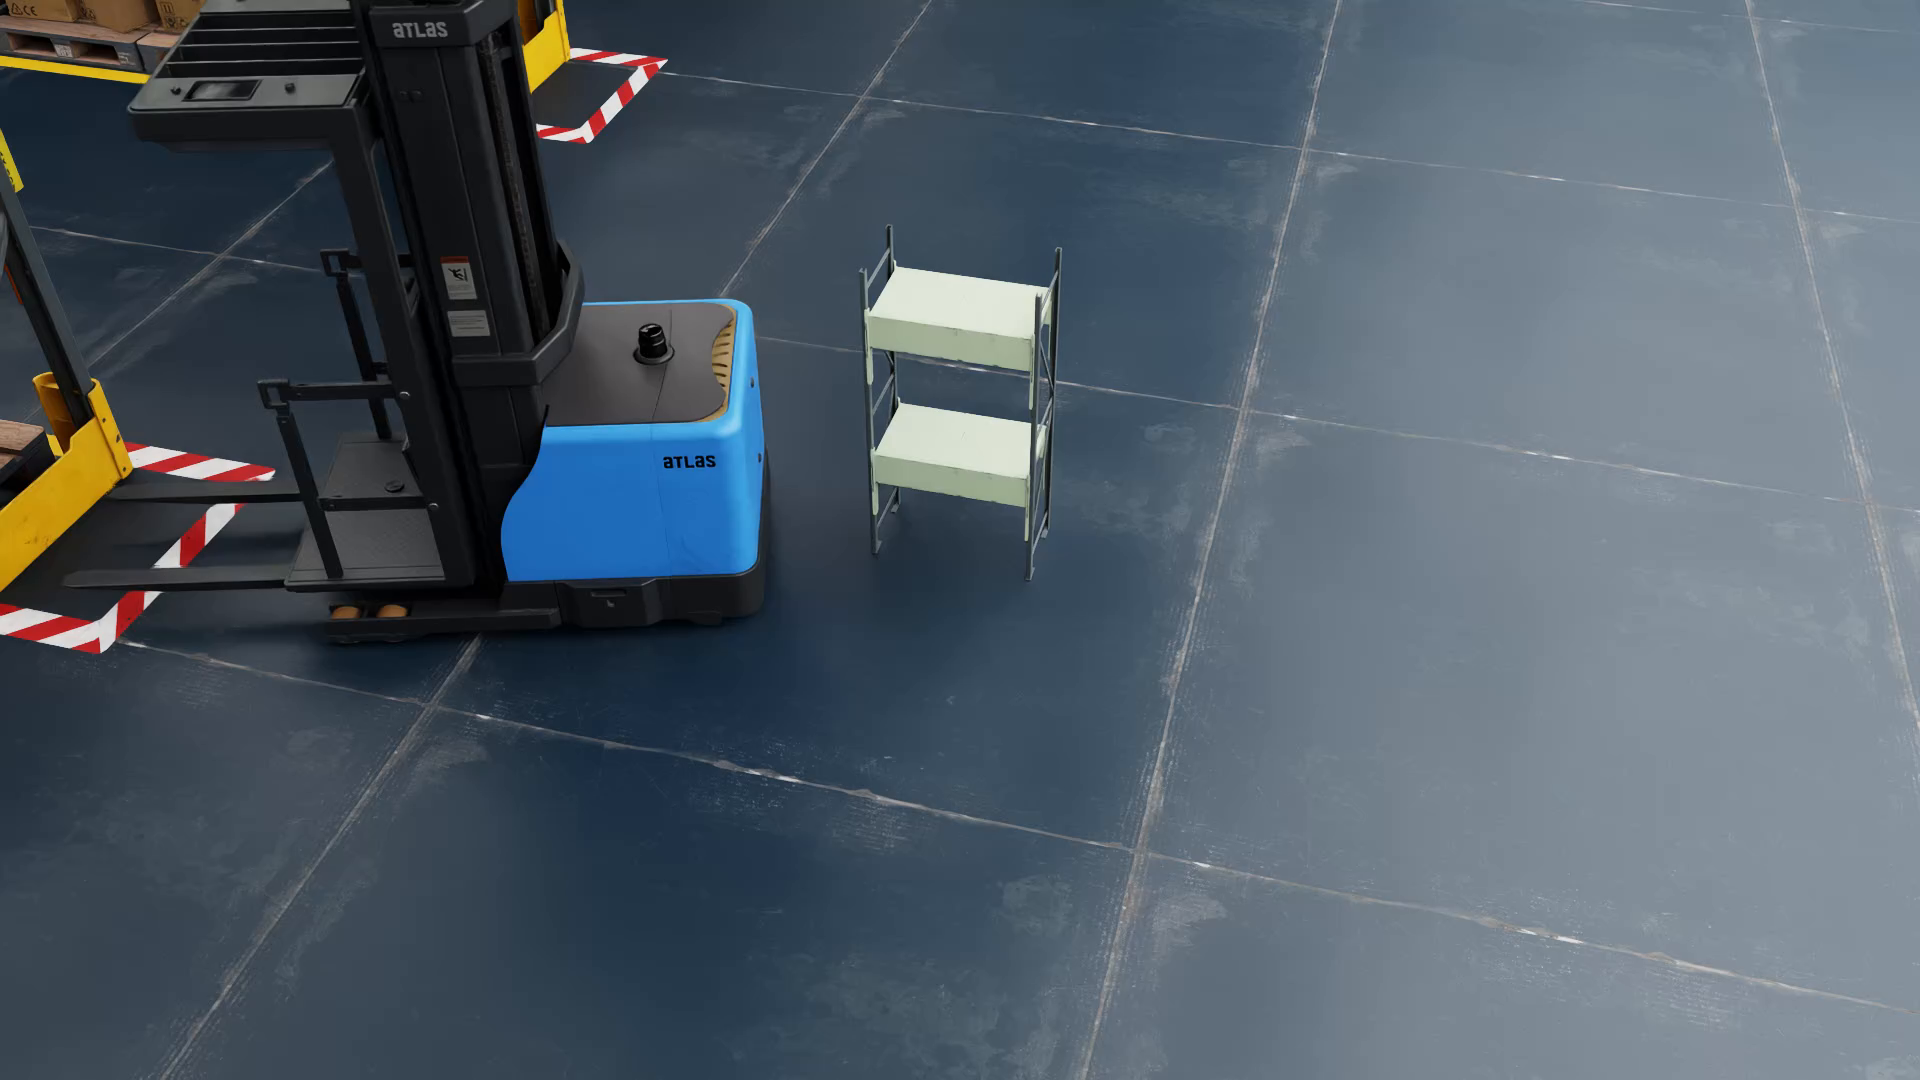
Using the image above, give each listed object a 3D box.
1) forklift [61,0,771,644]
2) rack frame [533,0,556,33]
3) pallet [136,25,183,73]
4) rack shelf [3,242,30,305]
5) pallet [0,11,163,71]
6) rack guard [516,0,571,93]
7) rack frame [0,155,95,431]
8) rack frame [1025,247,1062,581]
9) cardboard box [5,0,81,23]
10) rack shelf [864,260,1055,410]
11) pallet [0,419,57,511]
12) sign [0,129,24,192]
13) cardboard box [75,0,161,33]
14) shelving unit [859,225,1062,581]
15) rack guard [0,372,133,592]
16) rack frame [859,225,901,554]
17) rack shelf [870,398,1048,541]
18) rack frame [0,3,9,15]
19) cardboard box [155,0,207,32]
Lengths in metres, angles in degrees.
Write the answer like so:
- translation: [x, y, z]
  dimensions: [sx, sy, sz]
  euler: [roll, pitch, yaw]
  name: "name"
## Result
- translation: [-2.400, -1.021, 6.712]
  dimensions: [3.031, 2.935, 1.130]
  euler: [-2, 40, -2]
  name: "forklift"
- translation: [-3.010, -4.281, 10.539]
  dimensions: [0.127, 3.000, 1.000]
  euler: [10, 41, 11]
  name: "rack frame"
- translation: [-5.034, -3.586, 11.881]
  dimensions: [1.213, 0.211, 1.003]
  euler: [10, 41, 11]
  name: "pallet"
- translation: [-6.222, -1.260, 7.502]
  dimensions: [4.000, 0.370, 1.077]
  euler: [10, 41, 11]
  name: "rack shelf"
- translation: [-6.216, -3.788, 12.121]
  dimensions: [1.213, 0.211, 1.003]
  euler: [10, 41, 11]
  name: "pallet"
- translation: [-3.083, -3.336, 11.358]
  dimensions: [0.348, 0.500, 1.175]
  euler: [10, 41, 11]
  name: "rack guard"
- translation: [-4.290, -1.203, 6.875]
  dimensions: [0.127, 3.000, 1.000]
  euler: [10, 41, 11]
  name: "rack frame"
- translation: [0.360, -0.512, 7.218]
  dimensions: [0.023, 1.500, 0.400]
  euler: [10, 41, 11]
  name: "rack frame"
- translation: [-6.498, -4.058, 11.891]
  dimensions: [0.500, 0.500, 0.500]
  euler: [9, 41, 10]
  name: "cardboard box"
- translation: [0.006, -0.872, 7.040]
  dimensions: [0.720, 0.370, 0.431]
  euler: [10, 41, 11]
  name: "rack shelf"
- translation: [-5.159, -0.257, 7.917]
  dimensions: [1.213, 0.211, 1.003]
  euler: [10, 41, 11]
  name: "pallet"
- translation: [-4.144, -1.651, 7.192]
  dimensions: [0.005, 0.325, 0.100]
  euler: [10, 41, 11]
  name: "sign"
- translation: [-5.942, -3.967, 11.783]
  dimensions: [0.500, 0.500, 0.500]
  euler: [23, 45, 25]
  name: "cardboard box"
- translation: [0.006, -0.573, 7.291]
  dimensions: [0.755, 1.500, 0.431]
  euler: [10, 41, 11]
  name: "shelving unit"
- translation: [-4.376, -0.230, 7.659]
  dimensions: [0.348, 0.500, 1.175]
  euler: [10, 41, 11]
  name: "rack guard"
- translation: [-0.347, -0.634, 7.363]
  dimensions: [0.023, 1.500, 0.400]
  euler: [10, 41, 11]
  name: "rack frame"
- translation: [0.006, -0.324, 7.501]
  dimensions: [0.720, 0.370, 0.431]
  euler: [10, 41, 11]
  name: "rack shelf"
- translation: [-6.874, -4.946, 11.331]
  dimensions: [0.127, 3.000, 1.000]
  euler: [10, 41, 11]
  name: "rack frame"
- translation: [-5.322, -3.913, 11.718]
  dimensions: [0.500, 0.500, 0.500]
  euler: [6, 40, 8]
  name: "cardboard box"
